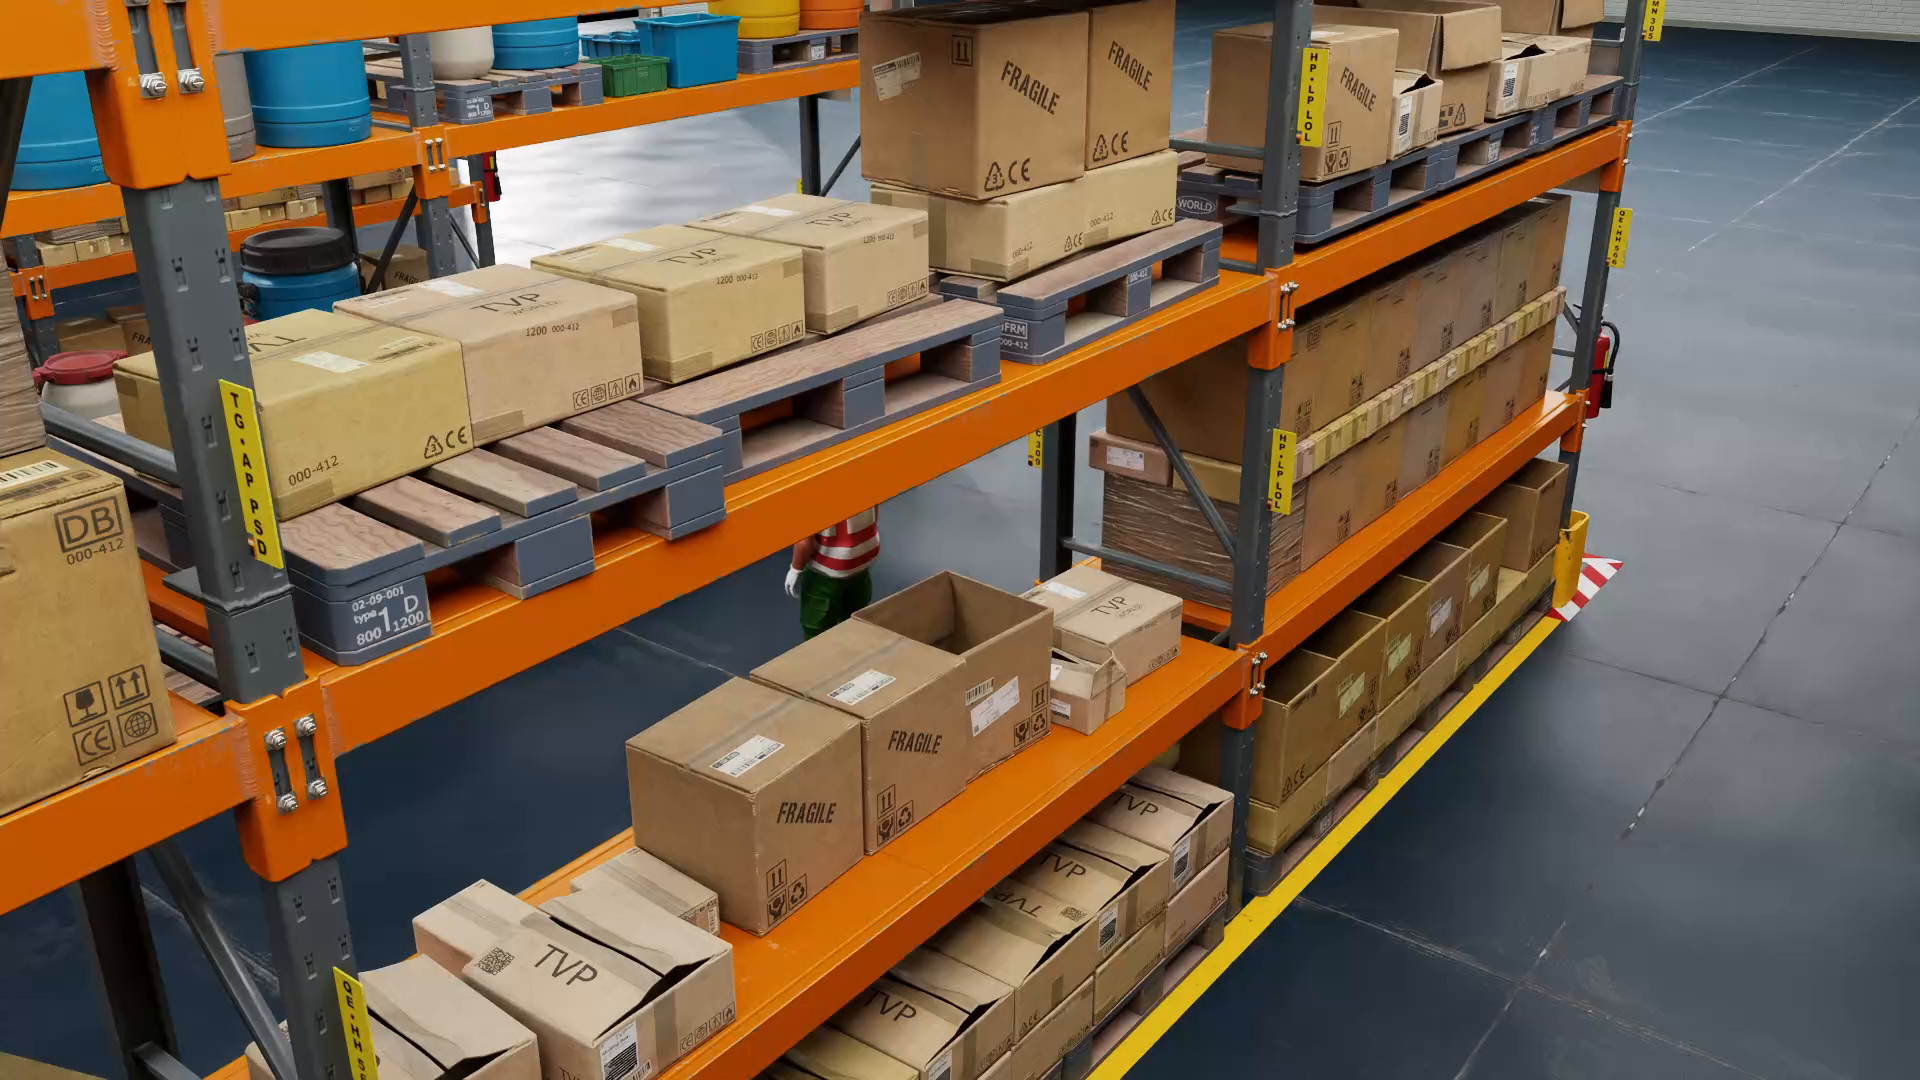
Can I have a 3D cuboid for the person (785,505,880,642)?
[{"bbox_3d":[-0.638,0.095,8.357,0.448,1.780,0.605,17,28,34],"label":"person"}]
